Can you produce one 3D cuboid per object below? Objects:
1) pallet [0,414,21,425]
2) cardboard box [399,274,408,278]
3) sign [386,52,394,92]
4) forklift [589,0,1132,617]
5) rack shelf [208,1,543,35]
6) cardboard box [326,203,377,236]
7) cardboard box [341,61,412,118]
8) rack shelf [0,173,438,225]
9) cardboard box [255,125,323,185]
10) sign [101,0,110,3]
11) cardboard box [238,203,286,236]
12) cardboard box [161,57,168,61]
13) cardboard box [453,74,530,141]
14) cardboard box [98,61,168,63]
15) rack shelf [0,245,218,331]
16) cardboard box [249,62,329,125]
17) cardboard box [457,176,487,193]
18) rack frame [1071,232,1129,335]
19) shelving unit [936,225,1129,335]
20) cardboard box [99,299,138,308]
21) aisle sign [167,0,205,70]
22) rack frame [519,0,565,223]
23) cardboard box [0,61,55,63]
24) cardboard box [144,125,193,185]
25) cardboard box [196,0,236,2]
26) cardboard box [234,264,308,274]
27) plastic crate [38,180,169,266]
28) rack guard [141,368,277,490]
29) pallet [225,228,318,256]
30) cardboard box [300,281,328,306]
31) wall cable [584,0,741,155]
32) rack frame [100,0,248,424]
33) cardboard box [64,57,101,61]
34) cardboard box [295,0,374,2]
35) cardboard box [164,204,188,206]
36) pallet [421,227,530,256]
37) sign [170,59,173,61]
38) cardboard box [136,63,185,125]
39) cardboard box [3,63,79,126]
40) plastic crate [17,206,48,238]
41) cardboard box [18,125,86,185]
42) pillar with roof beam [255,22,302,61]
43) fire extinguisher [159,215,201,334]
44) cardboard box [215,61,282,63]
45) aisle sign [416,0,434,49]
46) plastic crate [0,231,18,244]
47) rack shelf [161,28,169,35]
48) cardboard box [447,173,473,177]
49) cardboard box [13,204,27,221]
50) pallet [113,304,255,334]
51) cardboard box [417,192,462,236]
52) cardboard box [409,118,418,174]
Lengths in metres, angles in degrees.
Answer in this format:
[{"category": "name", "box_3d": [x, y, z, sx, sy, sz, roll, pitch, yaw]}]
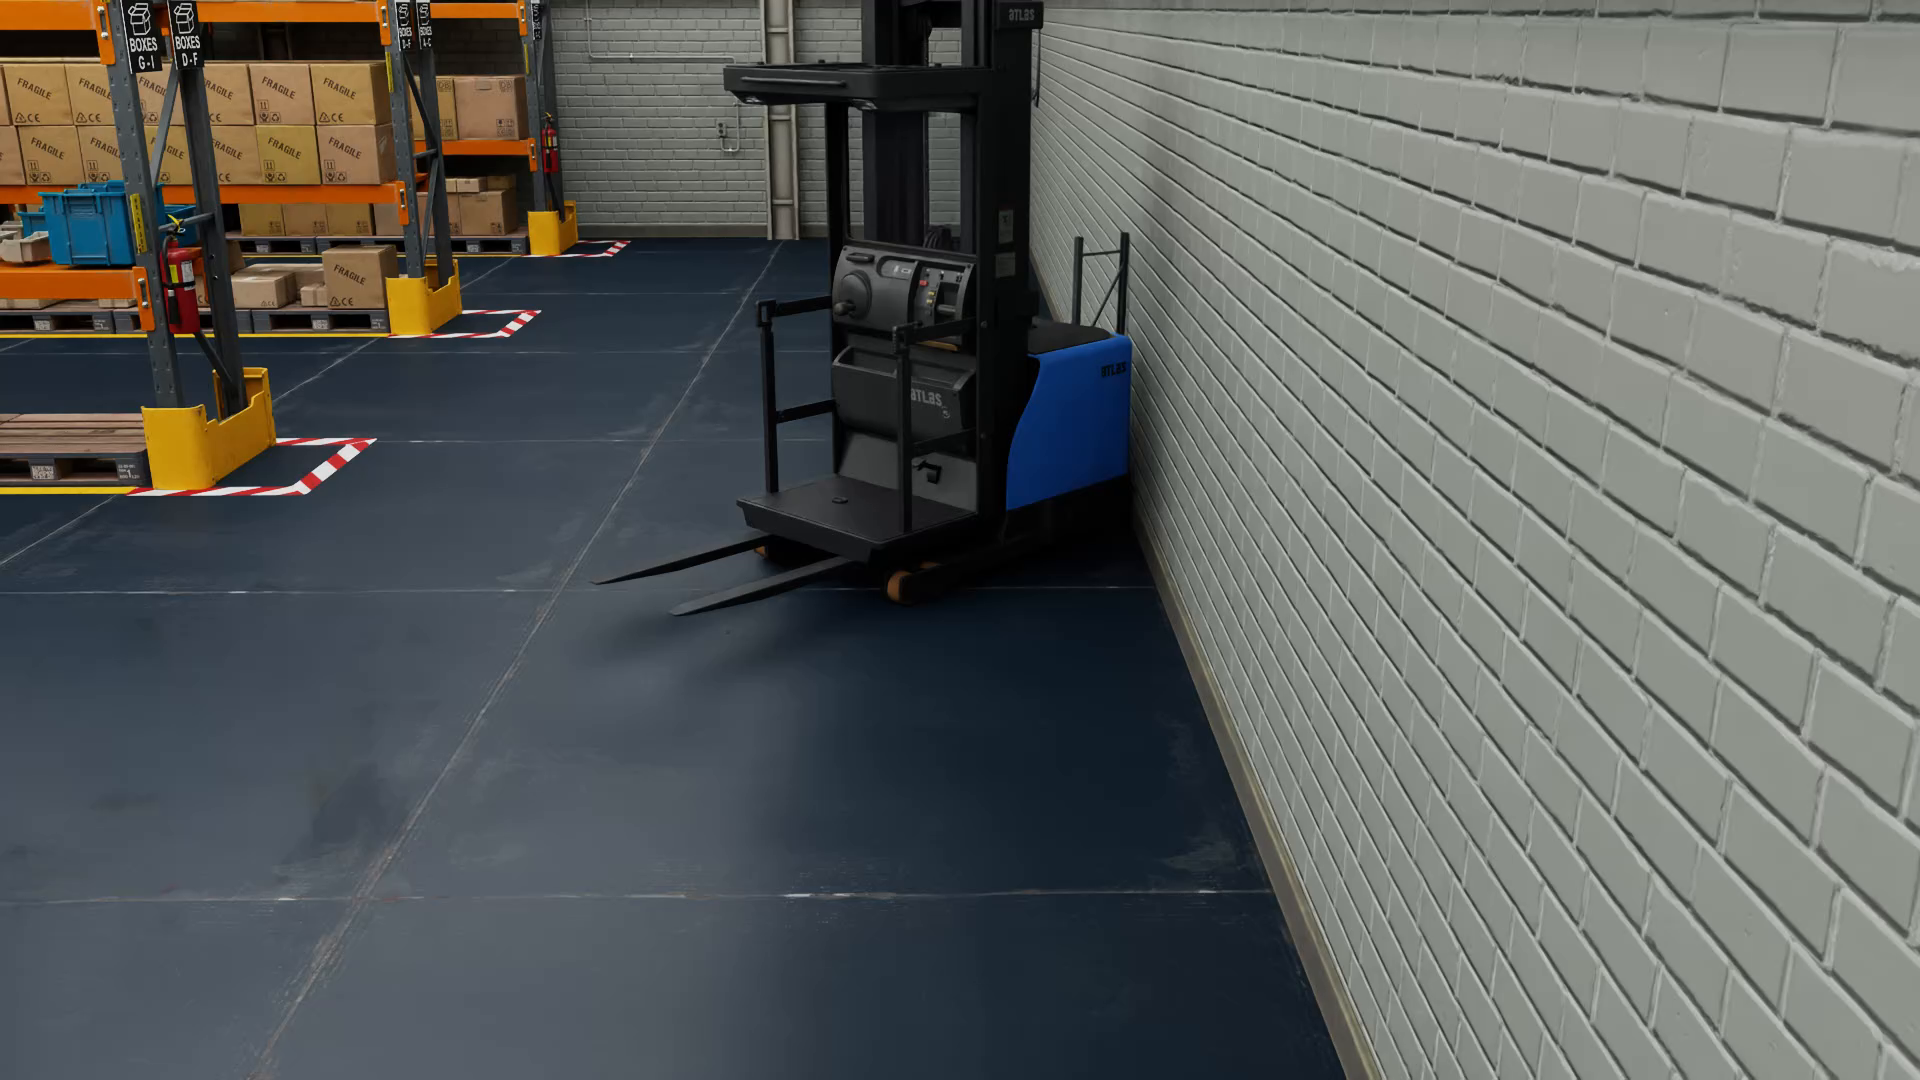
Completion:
[{"category": "pallet", "box_3d": [-6.767, -0.577, 10.501, 1.213, 0.211, 1.003, 0, 18, -1]}, {"category": "cardboard box", "box_3d": [-5.224, -2.370, 15.471, 0.250, 0.149, 0.380, 0, 18, -1]}, {"category": "sign", "box_3d": [-4.811, -3.947, 14.028, 0.005, 0.325, 0.100, 0, 18, -1]}, {"category": "forklift", "box_3d": [-0.436, -1.257, 8.167, 1.130, 2.935, 3.031, 16, 24, 41]}, {"category": "rack shelf", "box_3d": [-6.881, -6.004, 19.120, 4.000, 0.370, 1.077, 0, 18, -1]}, {"category": "cardboard box", "box_3d": [-7.116, -3.894, 19.679, 0.500, 0.500, 0.700, 0, 18, 0]}, {"category": "cardboard box", "box_3d": [-5.247, -4.017, 14.858, 0.500, 0.500, 0.500, 0, 18, 1]}, {"category": "rack shelf", "box_3d": [-6.799, -3.063, 14.862, 4.000, 0.370, 1.077, 0, 18, -1]}, {"category": "cardboard box", "box_3d": [-5.762, -3.373, 14.489, 0.500, 0.500, 0.500, 0, 18, 0]}, {"category": "sign", "box_3d": [-4.700, -3.112, 9.100, 0.005, 0.325, 0.100, 0, 18, -1]}, {"category": "cardboard box", "box_3d": [-8.132, -3.890, 19.669, 0.500, 0.500, 0.700, 0, 18, 0]}, {"category": "cardboard box", "box_3d": [-9.344, -5.384, 19.009, 0.500, 0.250, 0.500, 0, 18, 0]}, {"category": "cardboard box", "box_3d": [-5.391, -5.065, 19.435, 0.700, 0.700, 0.980, 1, 18, 2]}, {"category": "cardboard box", "box_3d": [-7.281, -4.006, 14.825, 0.500, 0.500, 0.500, 0, 18, 0]}, {"category": "rack shelf", "box_3d": [-6.725, -1.550, 10.145, 4.000, 0.370, 1.077, 0, 18, -1]}, {"category": "cardboard box", "box_3d": [-5.745, -3.850, 14.337, 0.500, 0.500, 0.500, 0, 18, 1]}, {"category": "cardboard box", "box_3d": [-5.705, -4.156, 19.435, 0.250, 0.149, 0.380, 0, 18, -2]}, {"category": "rack frame", "box_3d": [0.796, -1.016, 9.669, 0.032, 1.500, 0.500, 13, 19, 38]}, {"category": "shelving unit", "box_3d": [0.405, -1.107, 9.980, 1.048, 1.500, 0.538, 13, 19, 38]}, {"category": "cardboard box", "box_3d": [-7.511, -2.199, 14.910, 0.250, 0.166, 0.380, 0, 18, -1]}, {"category": "aisle sign", "box_3d": [-4.658, -3.231, 9.952, 0.004, 0.787, 0.394, 0, 18, -1]}, {"category": "rack frame", "box_3d": [-4.881, -4.928, 19.498, 0.127, 3.000, 1.000, 0, 18, -1]}, {"category": "cardboard box", "box_3d": [-8.298, -4.001, 14.808, 0.500, 0.500, 0.500, 0, 18, -1]}, {"category": "cardboard box", "box_3d": [-6.764, -3.370, 14.480, 0.500, 0.500, 0.500, -1, 18, -2]}, {"category": "cardboard box", "box_3d": [-6.309, -4.683, 14.071, 0.500, 0.250, 0.500, 0, 18, -1]}, {"category": "cardboard box", "box_3d": [-6.348, -2.394, 15.381, 0.500, 0.250, 0.500, 0, 18, -1]}, {"category": "plastic crate", "box_3d": [-5.057, -1.889, 9.868, 0.499, 0.435, 0.616, 0, 18, -1]}, {"category": "rack guard", "box_3d": [-4.701, -0.716, 10.460, 0.348, 0.500, 1.175, 0, 18, -1]}, {"category": "pallet", "box_3d": [-8.119, -3.560, 19.801, 1.213, 0.211, 1.003, 0, 18, -1]}, {"category": "cardboard box", "box_3d": [-5.746, -2.223, 14.984, 0.250, 0.166, 0.380, 0, 18, -1]}, {"category": "wall cable", "box_3d": [-3.616, -5.707, 20.263, 1.851, 1.984, 0.084, 0, 18, -1]}, {"category": "rack frame", "box_3d": [-4.725, -1.902, 10.066, 0.127, 3.000, 1.000, 0, 18, -1]}, {"category": "cardboard box", "box_3d": [-9.855, -5.384, 19.010, 0.500, 0.250, 0.500, 0, 18, 0]}, {"category": "cardboard box", "box_3d": [-5.309, -4.689, 14.088, 0.500, 0.250, 0.500, 0, 18, -1]}, {"category": "cardboard box", "box_3d": [-9.529, -4.042, 19.569, 0.750, 0.750, 0.750, 0, 18, 0]}, {"category": "pallet", "box_3d": [-5.680, -3.572, 19.837, 1.213, 0.211, 1.003, 0, 18, -1]}, {"category": "sign", "box_3d": [-8.863, -5.256, 18.757, 0.005, 0.325, 0.100, 0, 18, -1]}, {"category": "cardboard box", "box_3d": [-6.777, -3.843, 14.317, 0.500, 0.500, 0.500, 0, 18, 1]}, {"category": "cardboard box", "box_3d": [-7.808, -3.838, 14.301, 0.500, 0.500, 0.500, -1, 18, -3]}, {"category": "plastic crate", "box_3d": [-5.635, -1.947, 10.382, 0.300, 0.233, 0.416, 0, 18, -1]}, {"category": "cardboard box", "box_3d": [-7.773, -3.366, 14.465, 0.500, 0.500, 0.500, 0, 18, 0]}, {"category": "pillar with roof beam", "box_3d": [-8.127, -6.718, 15.257, 0.400, 9.000, 9.100, 0, 18, -1]}, {"category": "fire extinguisher", "box_3d": [-4.567, -1.549, 9.704, 0.183, 0.674, 0.296, 0, 18, -1]}, {"category": "cardboard box", "box_3d": [-6.270, -4.011, 14.840, 0.500, 0.500, 0.500, 0, 18, 0]}, {"category": "aisle sign", "box_3d": [-4.736, -4.743, 14.665, 0.004, 0.787, 0.394, 0, 18, -1]}, {"category": "plastic crate", "box_3d": [-5.828, -1.749, 9.922, 0.243, 0.136, 0.396, 0, 18, -1]}, {"category": "rack shelf", "box_3d": [-10.881, -5.984, 19.060, 4.000, 0.370, 1.077, 0, 18, -1]}, {"category": "cardboard box", "box_3d": [-5.964, -4.271, 19.795, 0.250, 0.149, 0.380, 0, 18, -1]}, {"category": "cardboard box", "box_3d": [-11.267, -4.031, 19.535, 0.750, 0.750, 0.750, 0, 18, -1]}, {"category": "pallet", "box_3d": [-6.889, -2.077, 15.178, 1.213, 0.211, 1.003, 0, 18, -1]}, {"category": "cardboard box", "box_3d": [-6.080, -3.901, 19.702, 0.500, 0.500, 0.700, 0, 18, -1]}, {"category": "cardboard box", "box_3d": [-5.247, -3.541, 15.011, 0.500, 0.500, 0.500, 0, 18, 0]}]
